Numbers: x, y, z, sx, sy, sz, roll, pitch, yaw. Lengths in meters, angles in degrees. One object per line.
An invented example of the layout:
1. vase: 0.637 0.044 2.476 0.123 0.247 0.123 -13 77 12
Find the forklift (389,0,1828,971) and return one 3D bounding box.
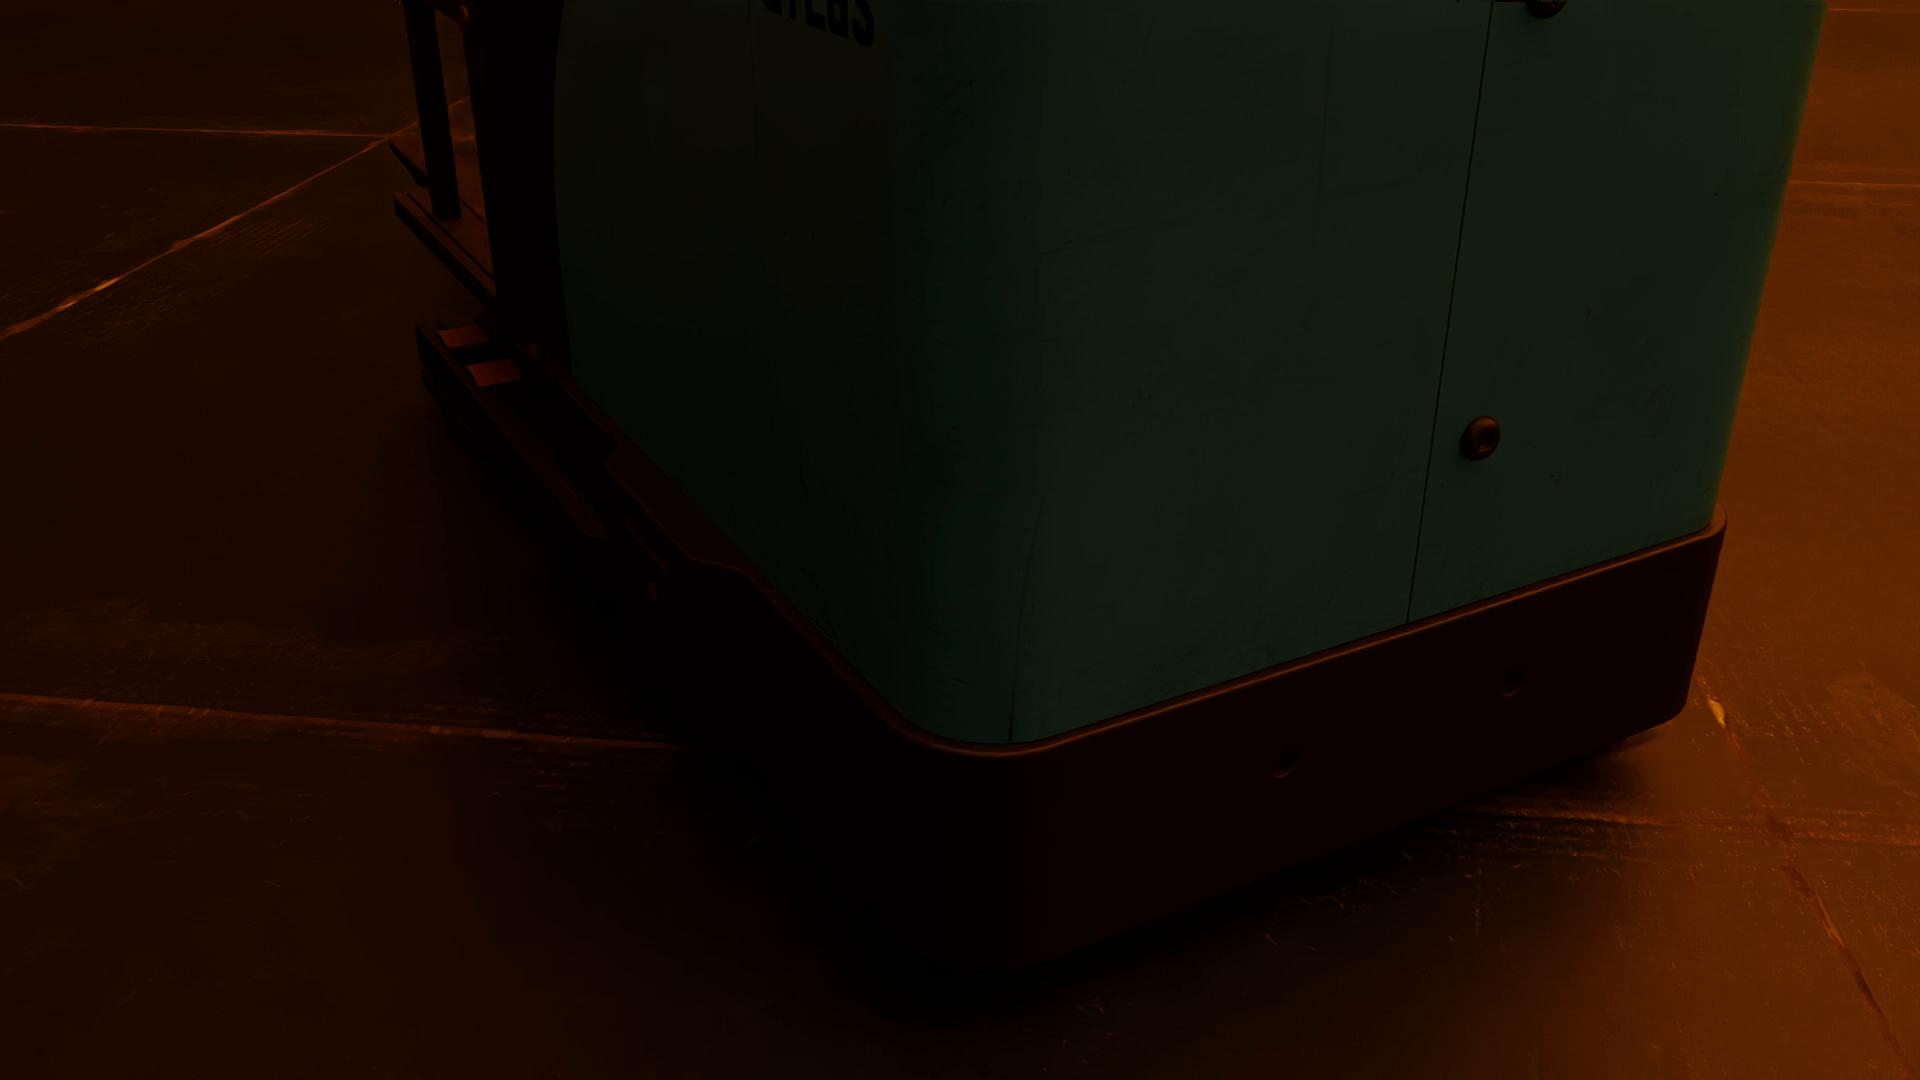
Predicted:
1. forklift: -0.294 -1.534 2.292 1.130 2.935 3.031 -14 30 -26
